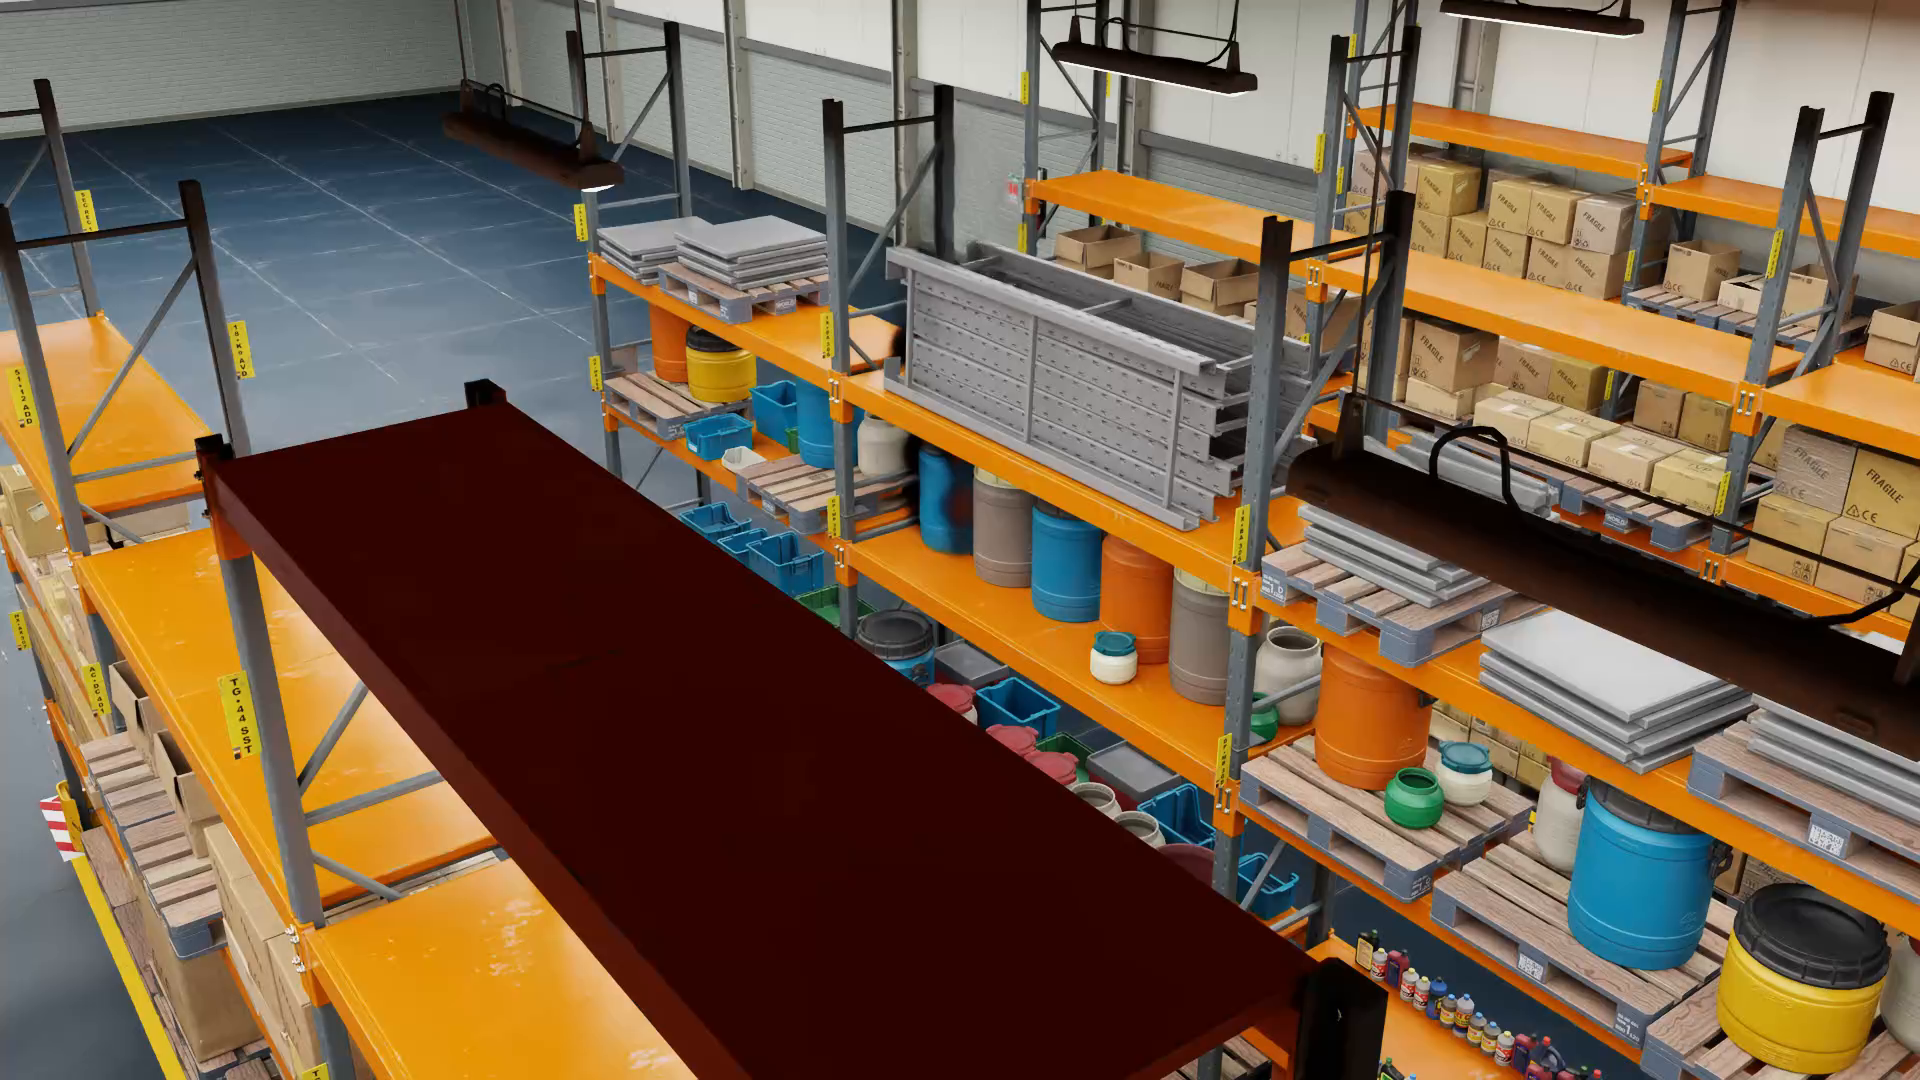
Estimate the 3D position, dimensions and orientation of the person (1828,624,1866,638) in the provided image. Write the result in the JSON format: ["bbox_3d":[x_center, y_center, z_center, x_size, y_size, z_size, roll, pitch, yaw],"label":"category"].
[{"bbox_3d":[7.889,0.995,14.707,0.690,1.771,1.042,-22,33,-39],"label":"person"}]
